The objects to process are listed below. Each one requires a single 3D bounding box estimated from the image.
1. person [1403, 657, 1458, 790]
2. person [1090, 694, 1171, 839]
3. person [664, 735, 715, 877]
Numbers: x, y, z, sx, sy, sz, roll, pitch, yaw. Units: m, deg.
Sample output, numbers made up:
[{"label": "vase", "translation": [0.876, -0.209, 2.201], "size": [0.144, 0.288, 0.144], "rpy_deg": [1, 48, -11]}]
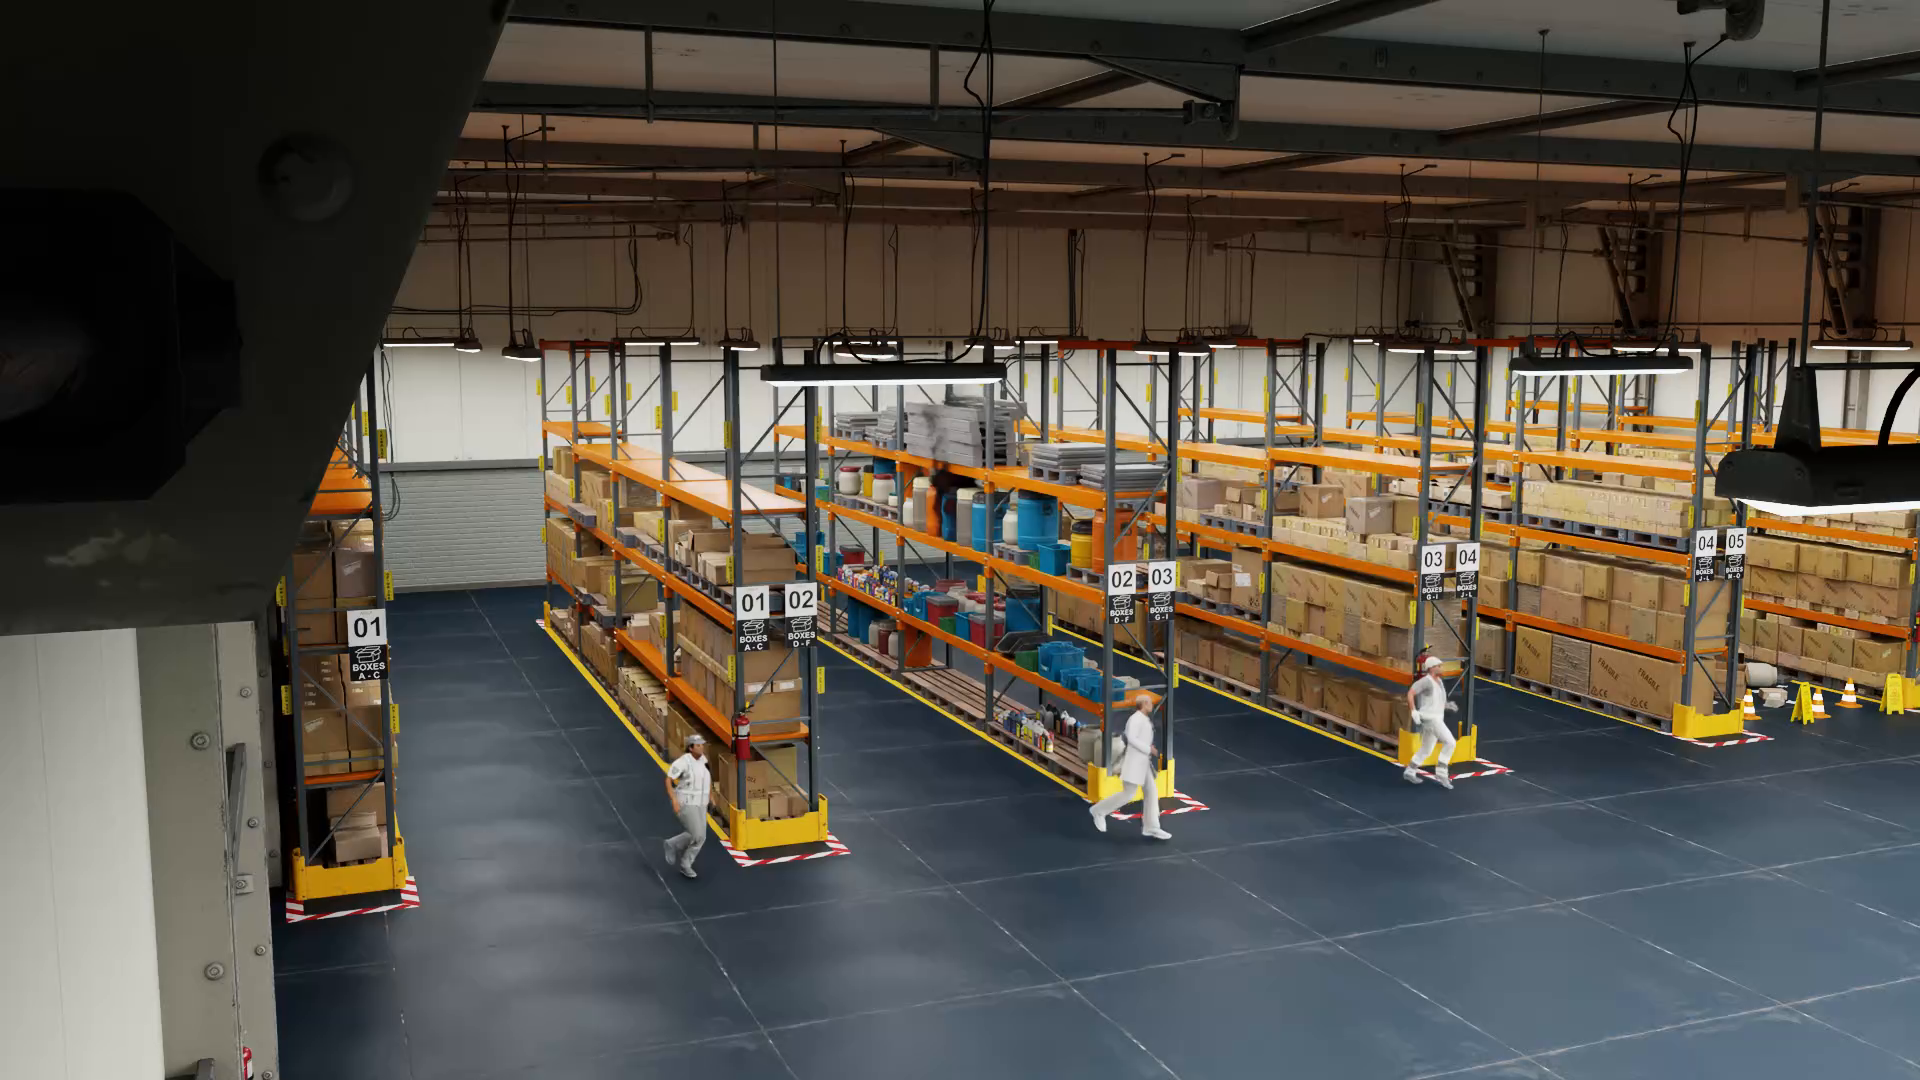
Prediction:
[{"label": "person", "translation": [6.499, 2.483, 22.849], "size": [0.697, 1.754, 0.687], "rpy_deg": [4, 8, 28]}, {"label": "person", "translation": [2.186, 2.786, 20.774], "size": [1.046, 1.702, 0.760], "rpy_deg": [2, 8, 17]}, {"label": "person", "translation": [-3.070, 3.052, 19.250], "size": [0.525, 1.593, 0.647], "rpy_deg": [5, 9, 36]}]
